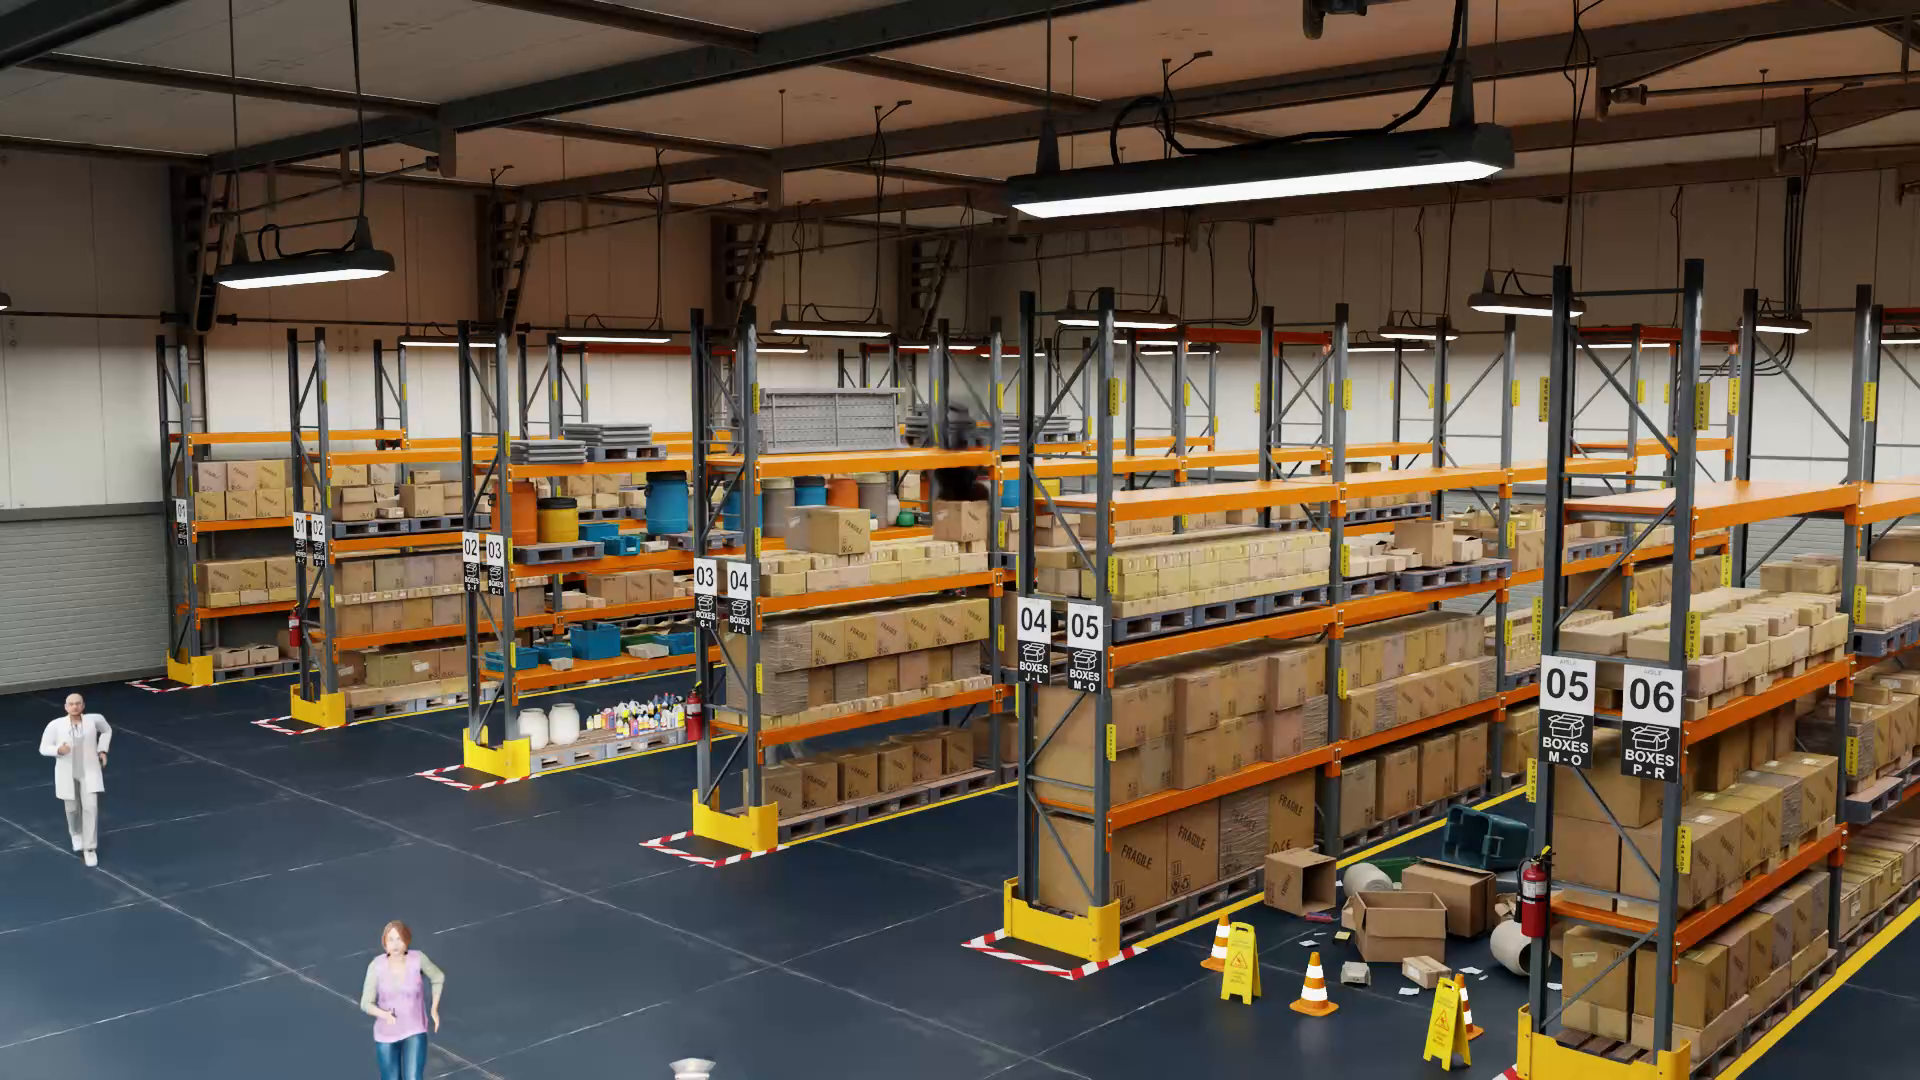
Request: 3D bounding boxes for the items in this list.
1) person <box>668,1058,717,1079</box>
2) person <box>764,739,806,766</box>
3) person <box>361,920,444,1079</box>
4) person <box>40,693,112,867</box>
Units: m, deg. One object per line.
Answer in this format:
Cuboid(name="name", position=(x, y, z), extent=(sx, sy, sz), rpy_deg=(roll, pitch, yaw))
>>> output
Cuboid(name="person", position=(-1.400, 3.509, 8.706), extent=(0.625, 1.667, 0.823), rpy_deg=(-1, 5, -6))
Cuboid(name="person", position=(-2.306, 2.253, 21.839), extent=(0.626, 1.863, 0.785), rpy_deg=(4, 7, 38))
Cuboid(name="person", position=(-3.734, 3.324, 11.137), extent=(0.512, 1.566, 0.623), rpy_deg=(-1, 5, -12))
Cuboid(name="person", position=(-9.568, 2.558, 18.038), extent=(0.698, 1.804, 0.981), rpy_deg=(-3, 6, -28))
